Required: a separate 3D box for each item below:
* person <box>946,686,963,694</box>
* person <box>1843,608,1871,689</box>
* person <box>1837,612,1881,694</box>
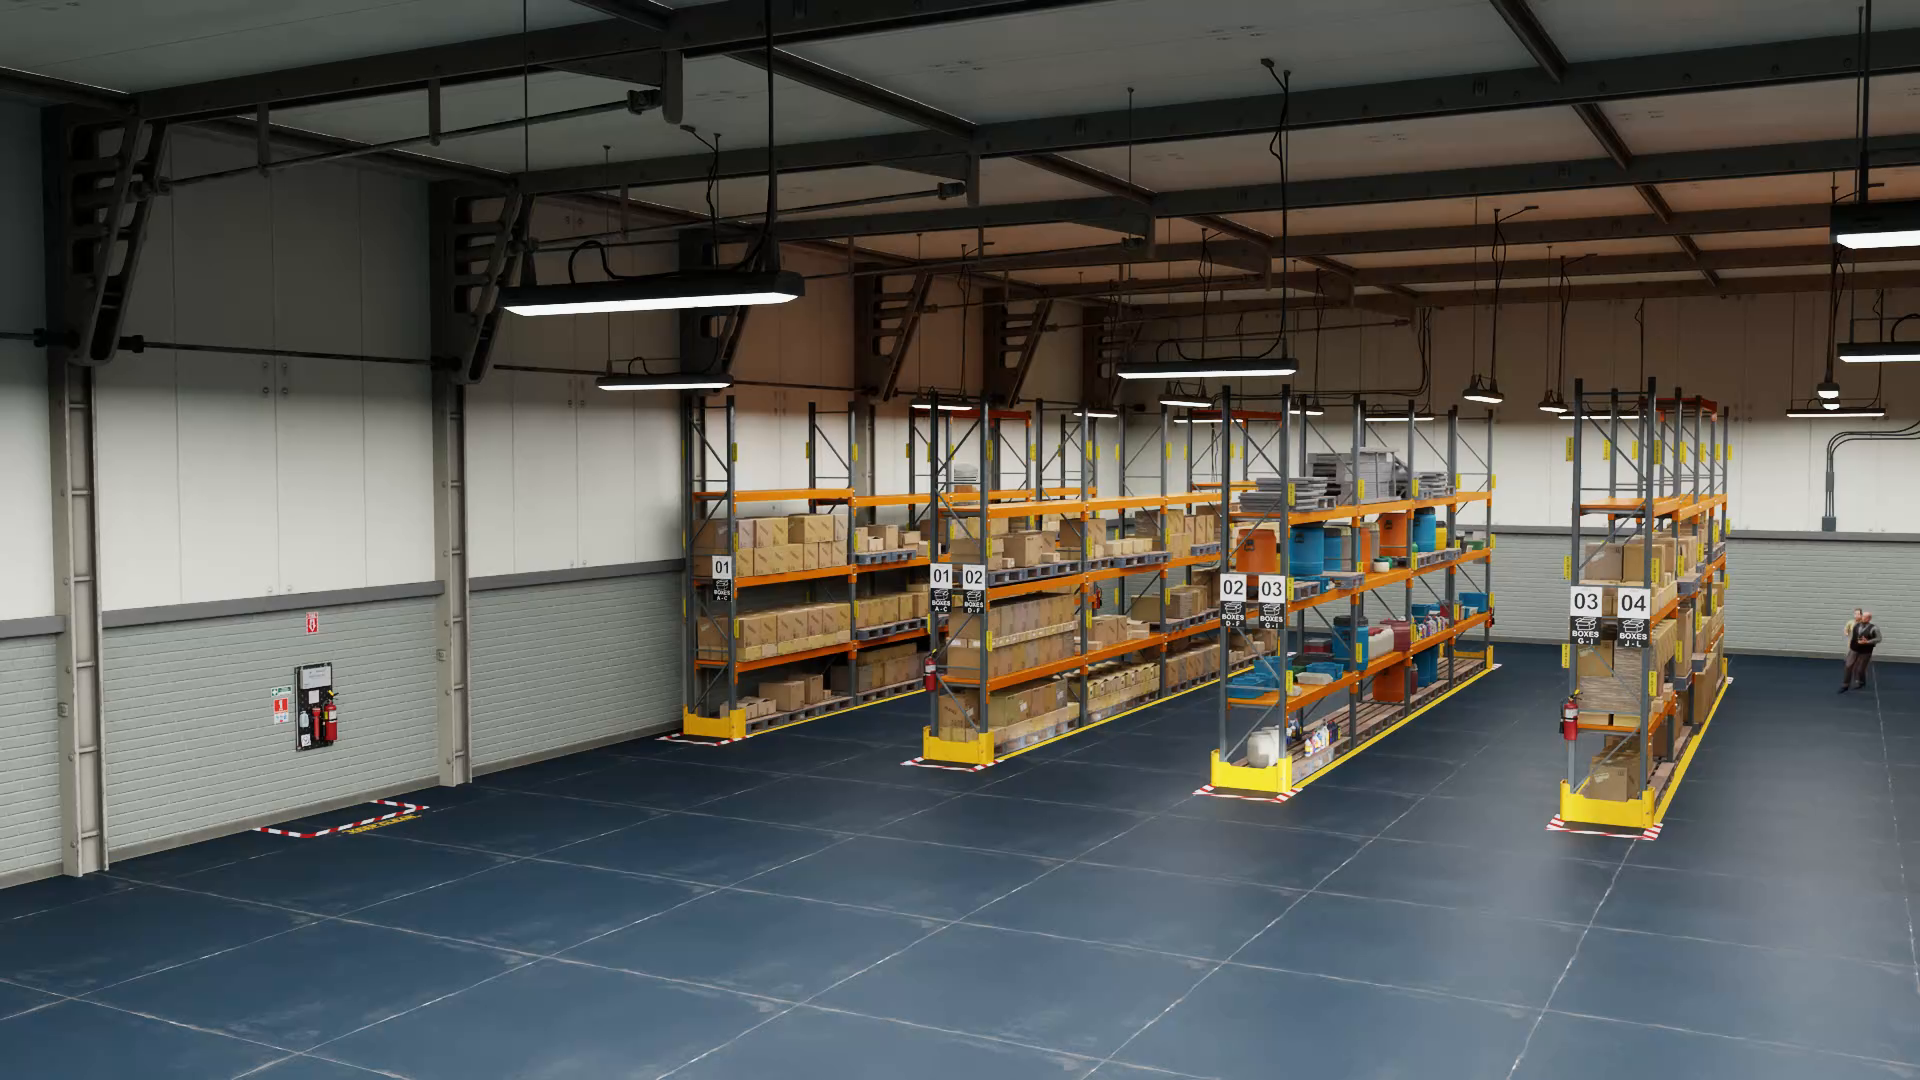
[{"bbox_3d":[-0.019,2.509,30.743,0.598,1.759,0.680,-1,3,-22],"label":"person"},{"bbox_3d":[19.131,2.306,35.417,0.558,1.713,0.802,2,4,34],"label":"person"},{"bbox_3d":[18.771,2.341,34.552,0.895,1.708,0.709,-3,4,-41],"label":"person"}]
